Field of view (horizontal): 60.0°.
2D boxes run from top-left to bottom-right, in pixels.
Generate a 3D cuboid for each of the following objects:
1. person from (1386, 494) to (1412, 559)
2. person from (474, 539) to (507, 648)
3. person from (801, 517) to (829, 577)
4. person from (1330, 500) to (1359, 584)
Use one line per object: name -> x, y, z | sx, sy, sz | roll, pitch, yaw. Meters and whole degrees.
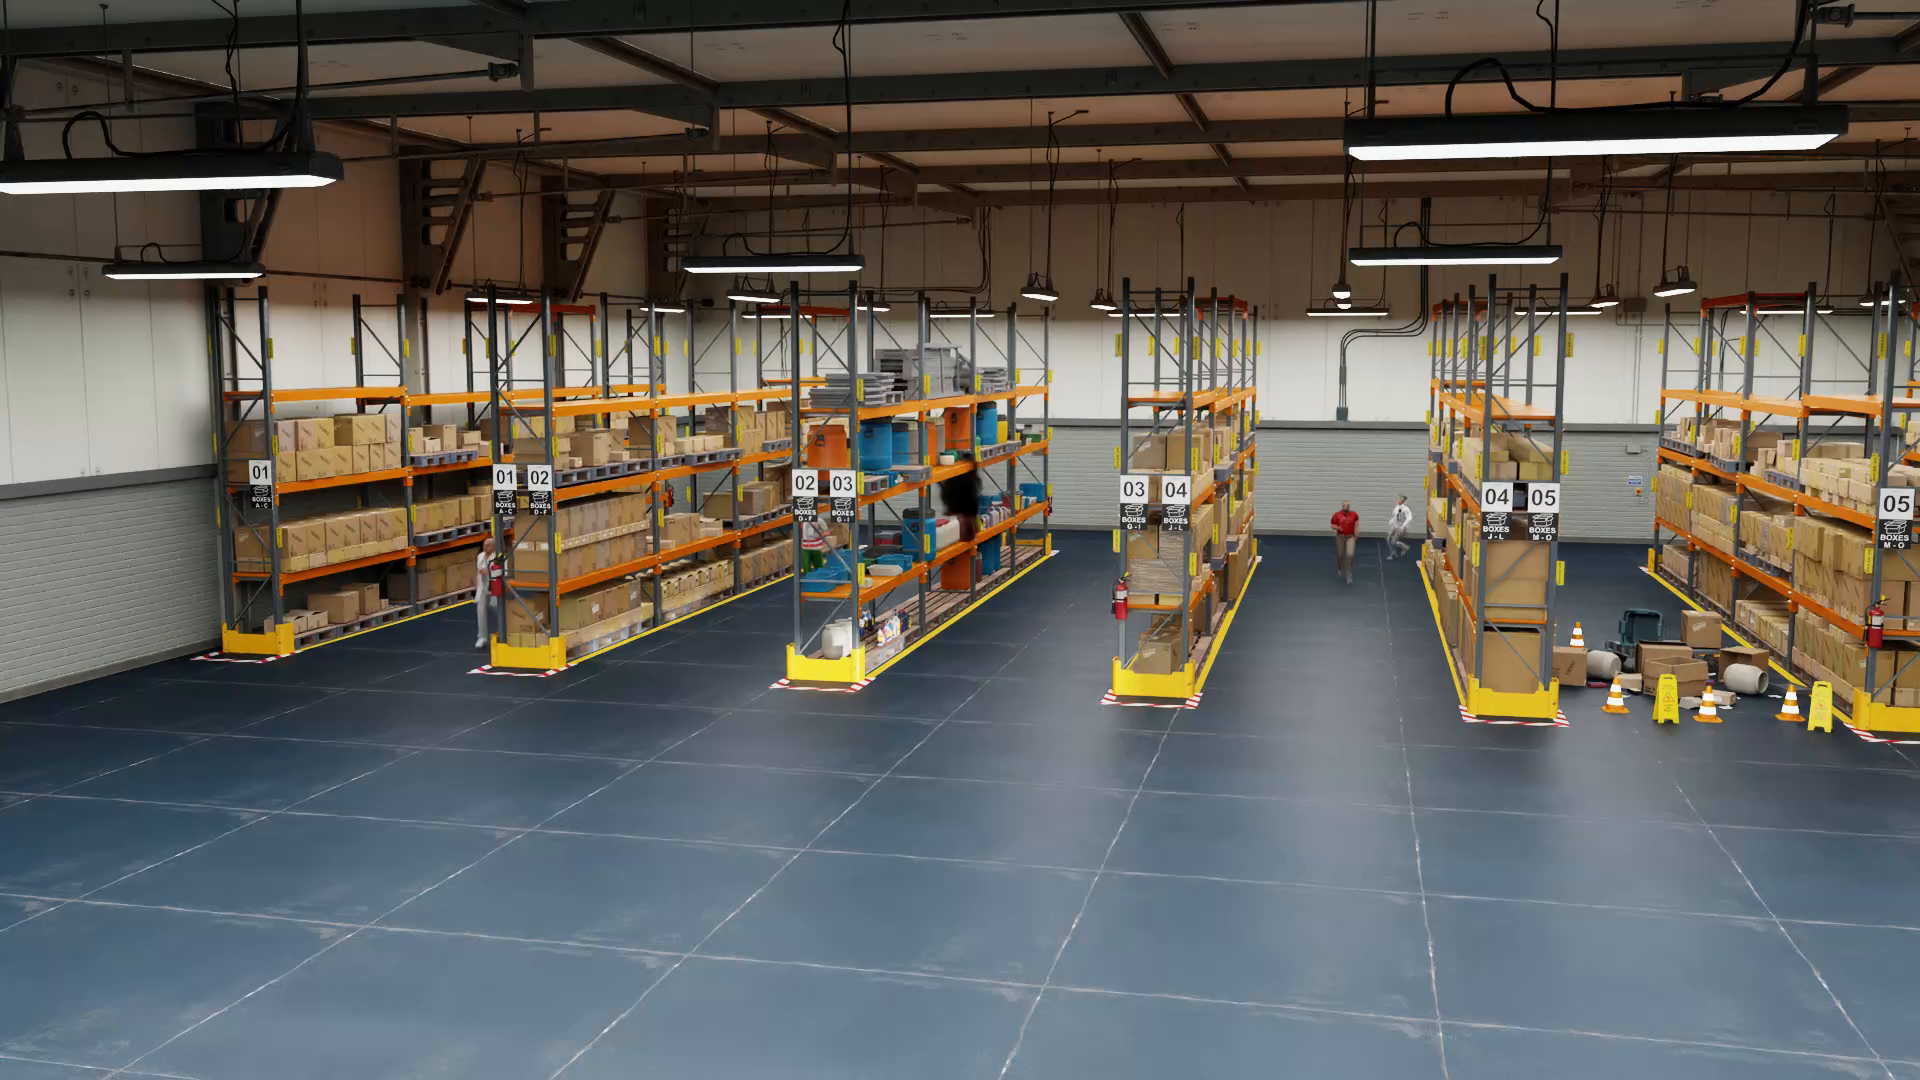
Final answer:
person -> 10.506, -0.303, 39.509 | 0.522, 1.610, 0.708 | -2, 7, -15
person -> -7.912, 0.862, 28.105 | 0.691, 1.789, 1.045 | 1, 7, 13
person -> -2.782, 0.198, 31.493 | 0.634, 1.815, 0.872 | 2, 7, 14
person -> 8.315, 0.014, 35.982 | 0.608, 1.767, 0.909 | 1, 7, 12
